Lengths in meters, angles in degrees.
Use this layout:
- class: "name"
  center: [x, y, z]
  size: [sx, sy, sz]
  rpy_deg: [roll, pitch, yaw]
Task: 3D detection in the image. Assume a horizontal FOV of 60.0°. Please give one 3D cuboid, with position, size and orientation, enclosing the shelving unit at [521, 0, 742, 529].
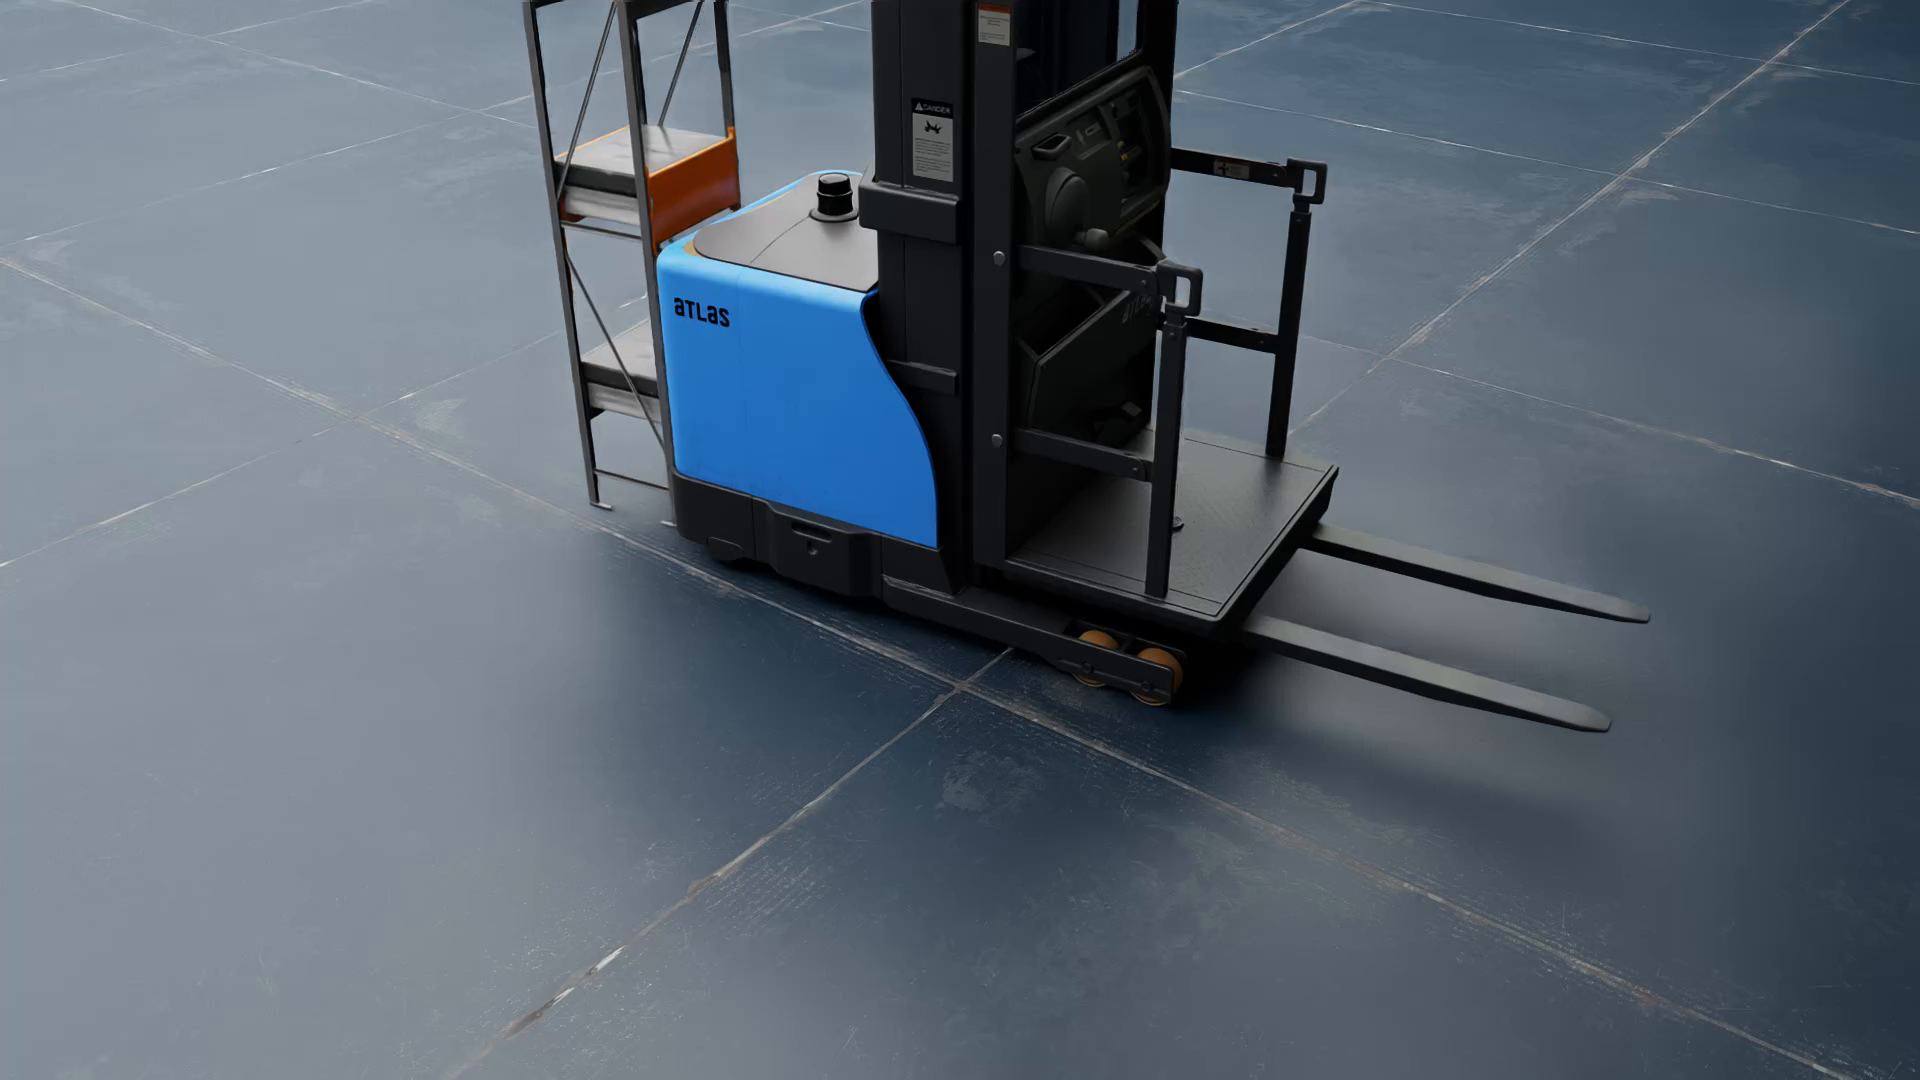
- class: "shelving unit"
  center: [-1.039, -1.097, 5.538]
  size: [0.431, 2.100, 0.503]
  rpy_deg: [15, 34, 24]

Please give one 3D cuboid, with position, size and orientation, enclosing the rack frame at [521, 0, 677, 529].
- class: "rack frame"
  center: [-1.153, -0.987, 5.353]
  size: [0.400, 2.100, 0.015]
  rpy_deg: [15, 34, 24]

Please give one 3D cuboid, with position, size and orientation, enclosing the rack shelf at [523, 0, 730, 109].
- class: "rack shelf"
  center: [-1.043, -1.689, 5.191]
  size: [0.431, 0.518, 0.480]
  rpy_deg: [15, 34, 24]

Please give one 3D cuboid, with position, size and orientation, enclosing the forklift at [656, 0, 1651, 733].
- class: "forklift"
  center: [0.574, -1.081, 4.699]
  size: [3.031, 2.935, 1.130]
  rpy_deg: [16, 34, 25]

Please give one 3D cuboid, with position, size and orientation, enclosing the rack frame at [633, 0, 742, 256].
- class: "rack frame"
  center: [-0.925, -1.207, 5.724]
  size: [0.400, 2.100, 0.015]
  rpy_deg: [15, 34, 24]

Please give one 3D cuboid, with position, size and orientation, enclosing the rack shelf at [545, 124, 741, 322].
- class: "rack shelf"
  center: [-1.039, -1.085, 5.545]
  size: [0.431, 0.518, 0.480]
  rpy_deg: [15, 34, 24]

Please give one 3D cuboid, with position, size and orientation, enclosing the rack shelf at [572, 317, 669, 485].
- class: "rack shelf"
  center: [-1.034, -0.482, 5.900]
  size: [0.431, 0.518, 0.480]
  rpy_deg: [15, 34, 24]
